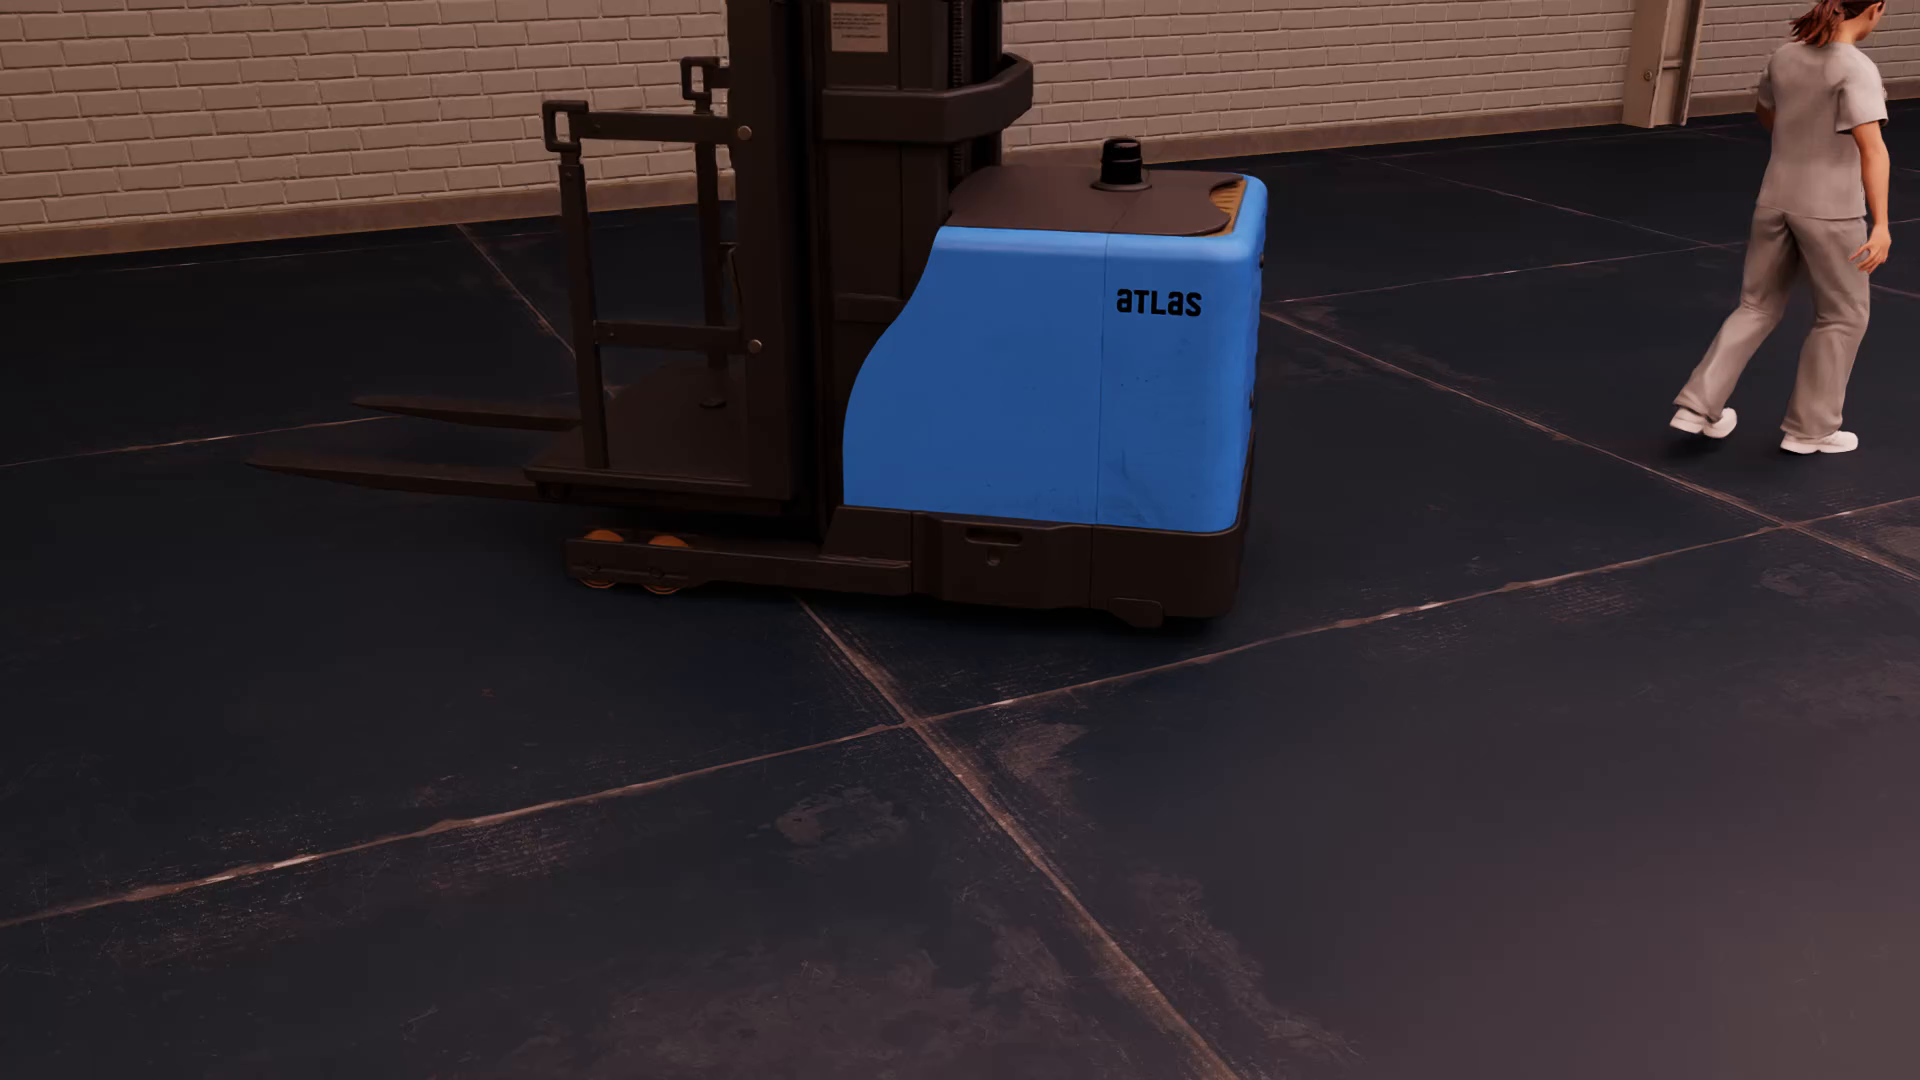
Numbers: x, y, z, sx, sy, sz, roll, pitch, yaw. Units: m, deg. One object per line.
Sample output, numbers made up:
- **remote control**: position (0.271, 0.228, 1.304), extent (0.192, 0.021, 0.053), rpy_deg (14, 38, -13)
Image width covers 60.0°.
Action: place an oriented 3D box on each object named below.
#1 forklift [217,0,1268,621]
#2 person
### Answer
- **forklift**: position (-0.662, -1.369, 4.581), extent (3.031, 2.935, 1.130), rpy_deg (3, 23, 7)
- **person**: position (2.877, -1.081, 5.558), extent (0.664, 1.660, 0.755), rpy_deg (-8, 24, -19)
